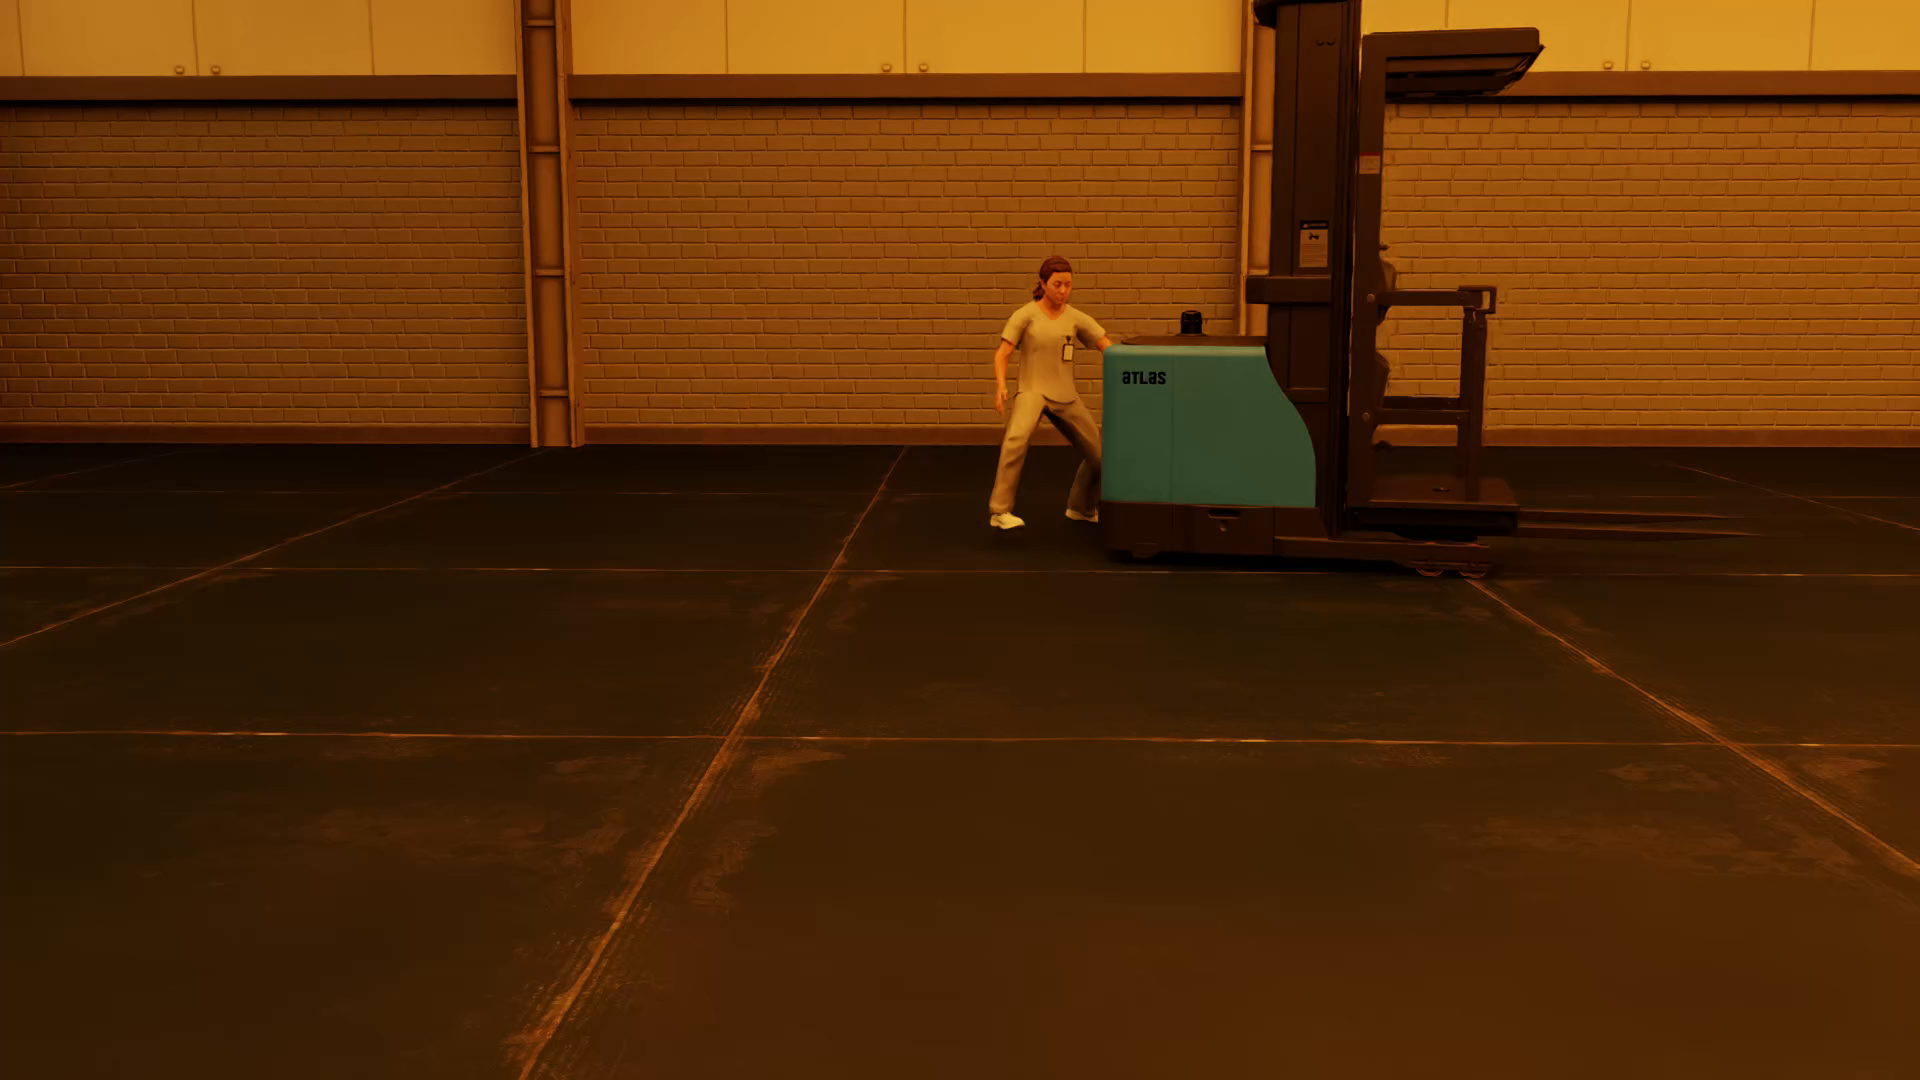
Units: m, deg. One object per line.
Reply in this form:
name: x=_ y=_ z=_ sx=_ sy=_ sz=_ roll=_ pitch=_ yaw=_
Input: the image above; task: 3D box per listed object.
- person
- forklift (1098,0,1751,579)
person: x=0.545 y=-0.795 z=9.271 sx=0.900 sy=1.554 sz=0.795 roll=-2 pitch=9 yaw=-14
forklift: x=2.262 y=-1.355 z=8.167 sx=3.031 sy=2.935 sz=1.130 roll=2 pitch=9 yaw=14
